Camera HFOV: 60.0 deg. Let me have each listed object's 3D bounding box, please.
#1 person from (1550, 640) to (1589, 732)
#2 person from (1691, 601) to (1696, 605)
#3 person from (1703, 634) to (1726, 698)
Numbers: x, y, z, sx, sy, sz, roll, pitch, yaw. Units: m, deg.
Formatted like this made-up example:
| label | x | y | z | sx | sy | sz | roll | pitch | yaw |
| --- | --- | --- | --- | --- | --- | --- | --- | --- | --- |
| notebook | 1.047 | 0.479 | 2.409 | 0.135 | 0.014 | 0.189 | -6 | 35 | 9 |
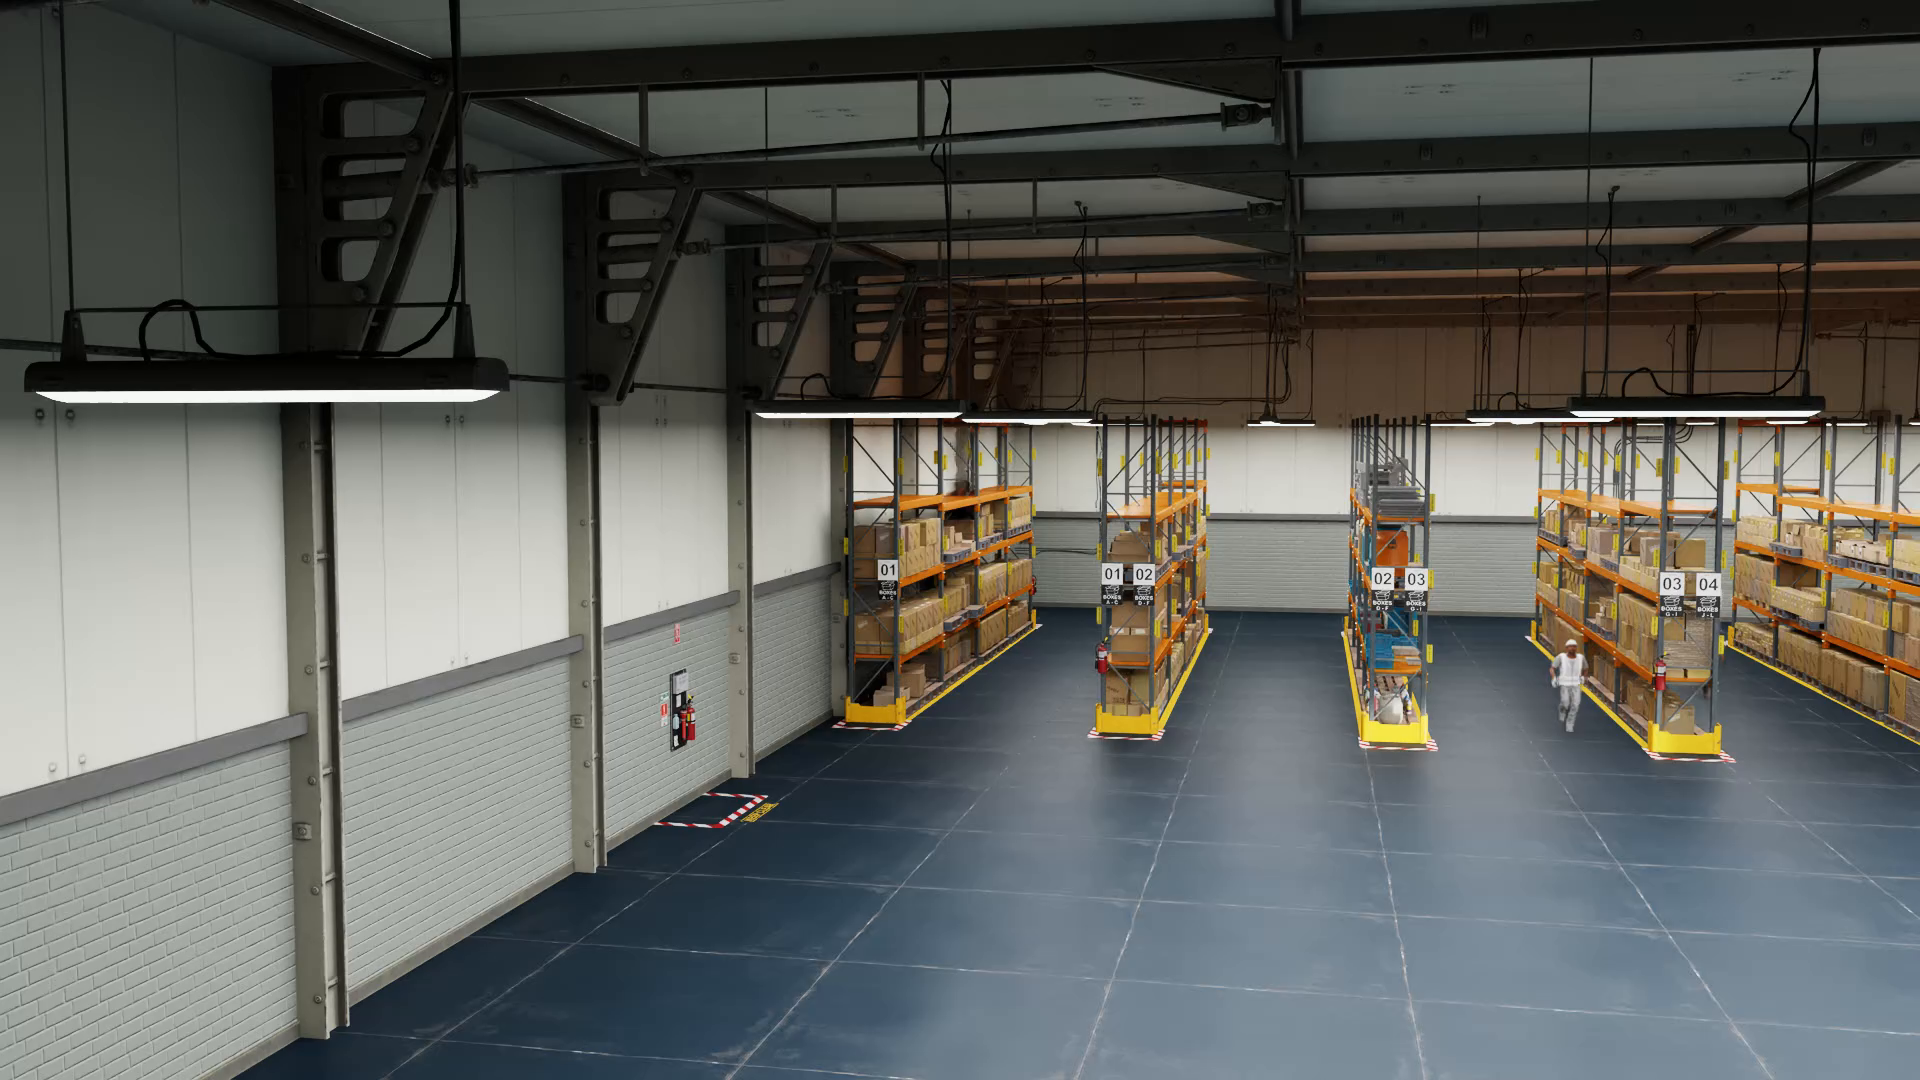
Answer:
| label | x | y | z | sx | sy | sz | roll | pitch | yaw |
| --- | --- | --- | --- | --- | --- | --- | --- | --- | --- |
| person | 11.609 | 2.761 | 31.637 | 0.699 | 1.744 | 0.596 | 1 | 4 | 8 |
| person | 18.752 | 2.067 | 42.065 | 0.670 | 1.752 | 0.611 | 1 | 4 | 8 |
| person | 15.989 | 2.576 | 35.351 | 0.598 | 1.618 | 0.620 | 1 | 4 | 14 |
